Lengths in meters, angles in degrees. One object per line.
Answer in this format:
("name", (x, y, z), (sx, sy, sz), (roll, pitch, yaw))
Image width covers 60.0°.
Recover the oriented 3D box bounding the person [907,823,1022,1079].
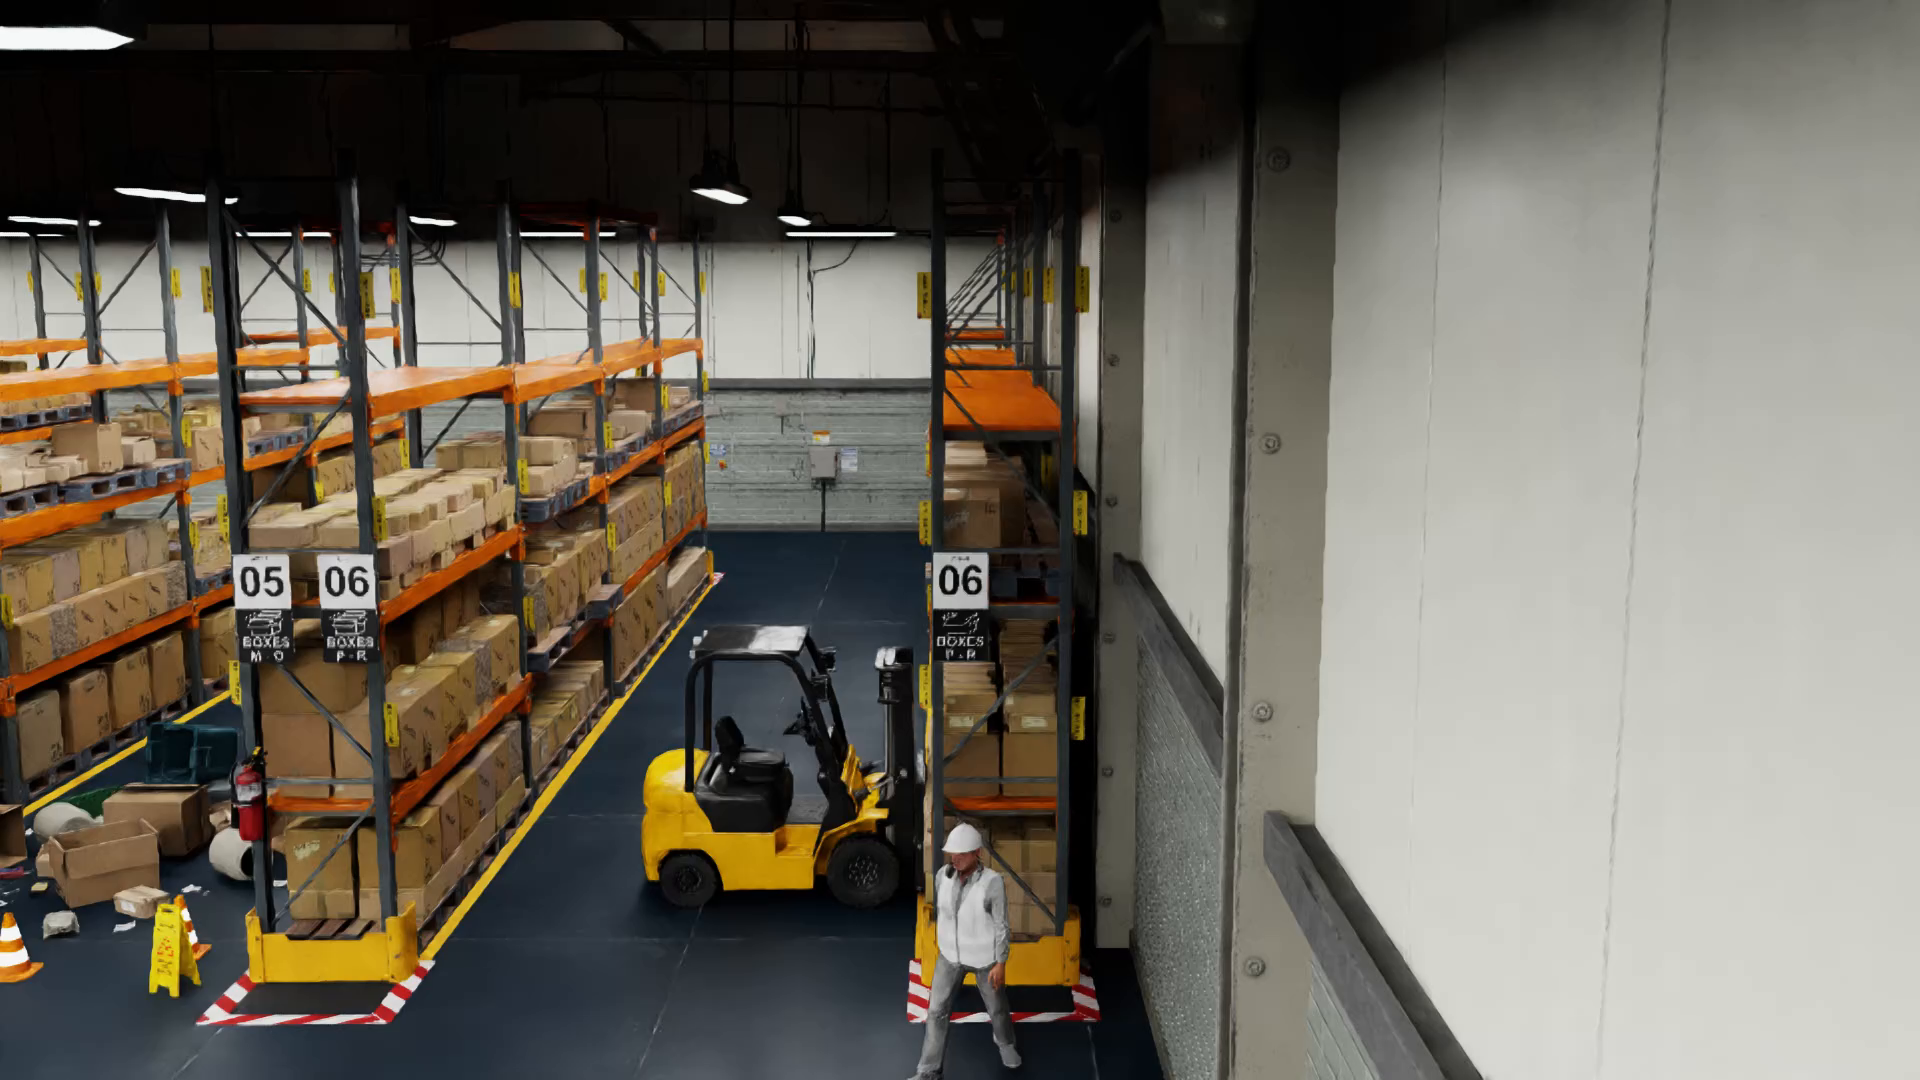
("person", (0.053, 2.637, 10.612), (0.576, 1.734, 0.934), (5, 10, 27))
